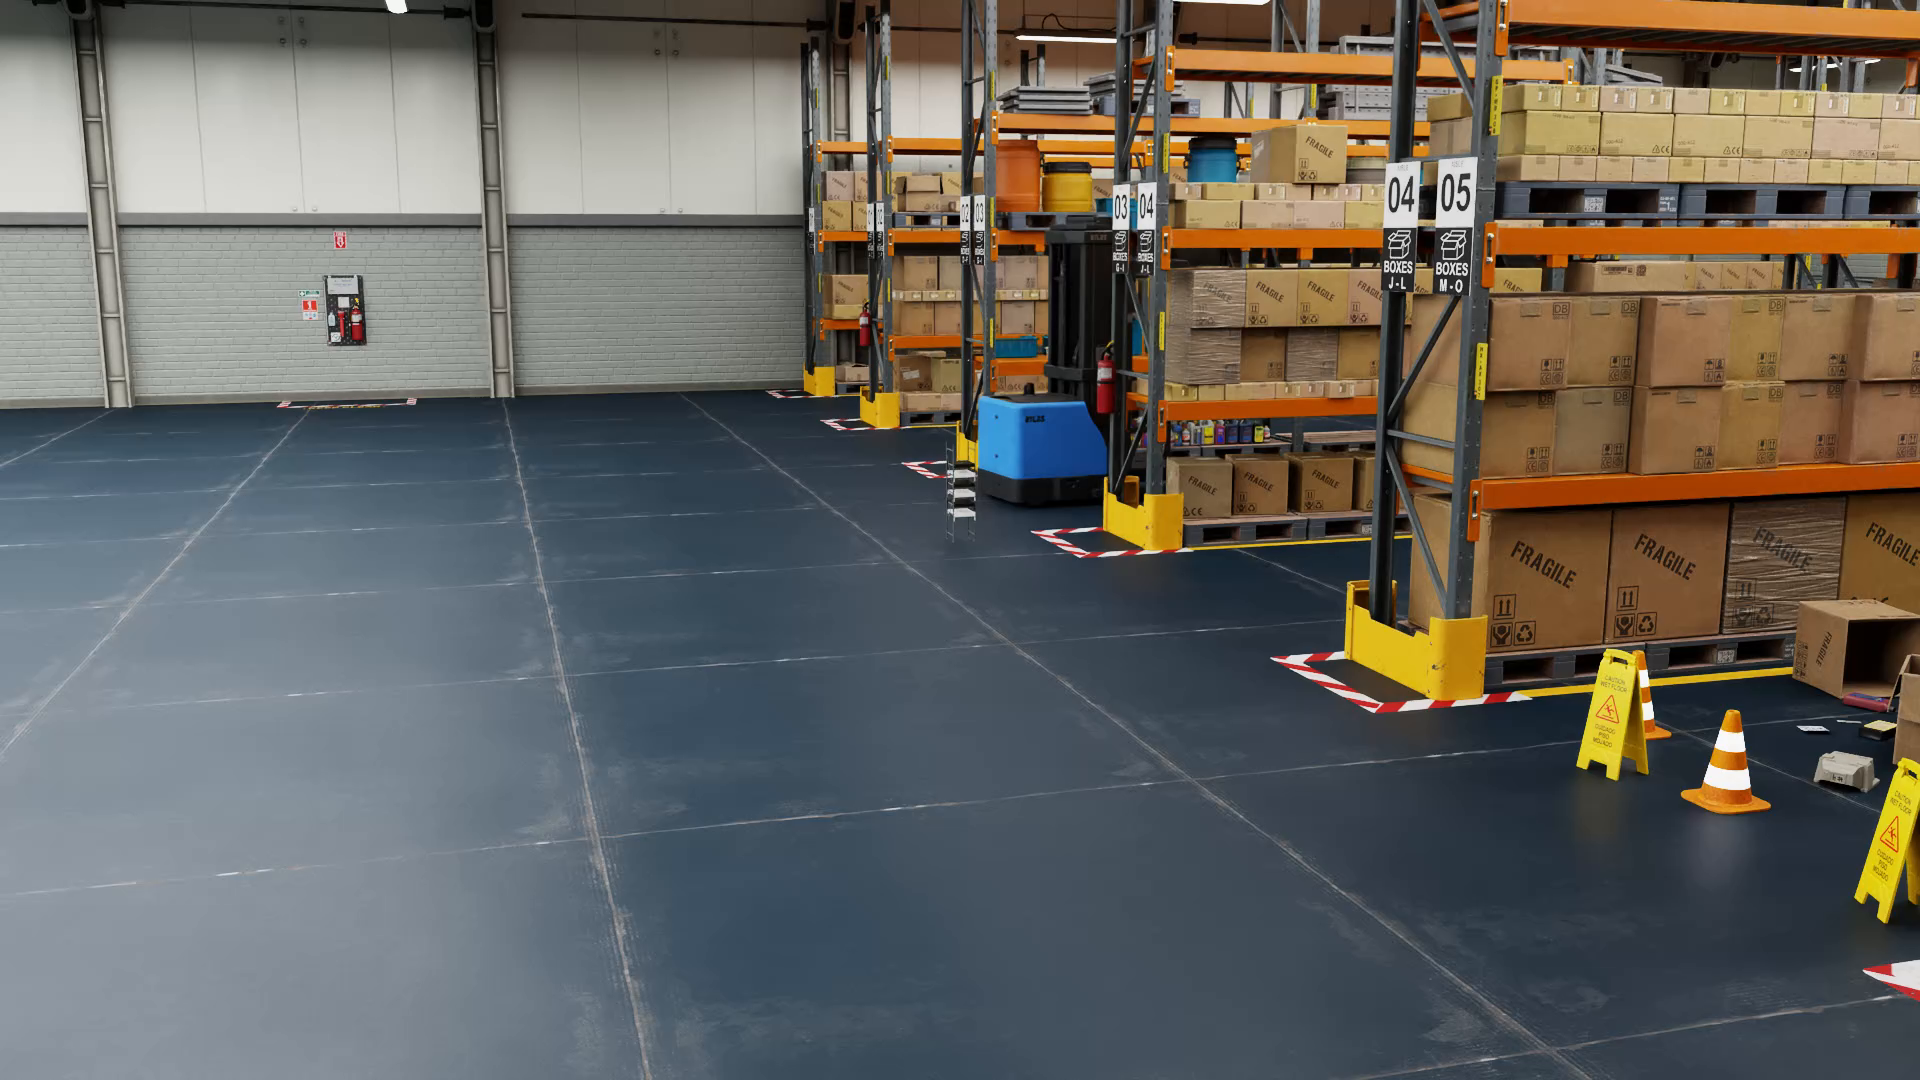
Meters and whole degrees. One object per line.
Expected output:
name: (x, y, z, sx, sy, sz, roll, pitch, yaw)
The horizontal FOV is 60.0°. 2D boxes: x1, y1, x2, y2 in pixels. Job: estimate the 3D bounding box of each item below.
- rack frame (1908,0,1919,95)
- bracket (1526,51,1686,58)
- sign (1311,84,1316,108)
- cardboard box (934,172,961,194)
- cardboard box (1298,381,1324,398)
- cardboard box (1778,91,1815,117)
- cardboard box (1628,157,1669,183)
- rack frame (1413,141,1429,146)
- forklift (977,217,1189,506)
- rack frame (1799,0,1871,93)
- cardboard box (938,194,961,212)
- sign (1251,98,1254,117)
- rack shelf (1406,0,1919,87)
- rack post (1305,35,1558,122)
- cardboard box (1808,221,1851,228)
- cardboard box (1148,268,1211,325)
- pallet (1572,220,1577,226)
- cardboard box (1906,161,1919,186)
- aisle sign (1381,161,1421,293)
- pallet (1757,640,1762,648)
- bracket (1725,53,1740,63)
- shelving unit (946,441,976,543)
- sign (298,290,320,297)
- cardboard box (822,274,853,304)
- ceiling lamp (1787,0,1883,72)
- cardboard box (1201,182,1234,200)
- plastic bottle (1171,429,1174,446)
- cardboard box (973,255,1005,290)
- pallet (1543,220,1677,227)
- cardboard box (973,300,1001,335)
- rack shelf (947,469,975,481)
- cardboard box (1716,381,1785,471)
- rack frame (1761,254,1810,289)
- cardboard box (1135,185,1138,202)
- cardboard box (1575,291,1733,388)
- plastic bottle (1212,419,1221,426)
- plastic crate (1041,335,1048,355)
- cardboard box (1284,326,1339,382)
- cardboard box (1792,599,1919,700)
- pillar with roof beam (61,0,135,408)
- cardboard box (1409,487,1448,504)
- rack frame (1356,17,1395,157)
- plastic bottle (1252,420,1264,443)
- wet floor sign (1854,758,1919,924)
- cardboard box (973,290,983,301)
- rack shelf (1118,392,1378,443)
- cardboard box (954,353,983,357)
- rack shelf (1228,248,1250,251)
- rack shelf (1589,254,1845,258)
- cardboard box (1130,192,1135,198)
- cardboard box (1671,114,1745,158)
rack frame: (6.728, -3.768, 10.862, 0.127, 3.000, 1.000, -3, 11, -16)
bracket: (12.368, -9.669, 32.974, 4.783, 0.066, 0.076, -3, 11, -16)
sign: (4.198, -5.297, 19.746, 0.005, 0.325, 0.100, -3, 11, -16)
cardboard box: (-0.142, -6.164, 29.067, 0.500, 0.500, 0.500, -3, 11, -18)
cardboard box: (3.137, -1.396, 15.242, 0.250, 0.149, 0.380, -3, 11, -16)
cardboard box: (5.008, -2.666, 10.217, 0.250, 0.149, 0.380, -3, 11, -15)
cardboard box: (4.035, -2.222, 10.010, 0.250, 0.149, 0.380, -3, 11, -16)
rack frame: (8.967, -7.623, 31.804, 0.127, 3.000, 1.000, -3, 11, -16)
forklift: (1.747, -1.936, 17.669, 3.031, 2.935, 1.130, -4, 11, -22)
rack frame: (11.736, -5.901, 22.449, 0.127, 3.000, 1.000, -3, 11, -16)
cardboard box: (-0.135, -4.985, 24.629, 0.500, 0.250, 0.500, -3, 11, -16)
sign: (5.287, -7.825, 30.103, 0.005, 0.325, 0.100, -3, 11, -16)
rack shelf: (4.808, -3.116, 10.413, 4.000, 0.370, 1.077, -3, 11, -16)
rack post: (5.921, -5.709, 20.854, 3.121, 1.000, 1.013, -3, 11, -16)
cardboard box: (8.419, -3.194, 16.446, 0.500, 0.250, 0.500, -3, 11, -16)
cardboard box: (2.057, -2.240, 15.275, 0.500, 0.500, 0.500, -3, 11, -16)
pallet: (8.657, -4.152, 21.756, 1.213, 0.211, 1.003, -3, 11, -16)
cardboard box: (5.978, -2.325, 10.565, 0.250, 0.149, 0.380, -3, 11, -15)
aisle sign: (2.736, -1.942, 10.334, 0.004, 0.787, 0.394, -3, 11, -16)
pallet: (5.976, 0.579, 11.522, 1.213, 0.211, 1.003, -3, 11, -16)
bracket: (15.655, -9.842, 33.916, 0.430, 0.232, 0.235, -3, 11, -16)
shelving unit: (0.008, -0.443, 15.171, 0.210, 0.900, 0.258, -3, 11, -16)
sign: (-10.822, -4.096, 27.652, 0.331, 0.109, 0.001, -3, 11, -16)
cardboard box: (-2.162, -4.431, 29.323, 0.500, 0.500, 0.500, -3, 11, -17)
ceiling lamp: (16.090, -10.393, 30.728, 0.800, 3.185, 2.000, -3, 11, -16)
cardboard box: (2.203, -3.050, 14.560, 0.250, 0.149, 0.380, -3, 11, -15)
plastic bottle: (2.562, -1.248, 20.260, 0.097, 0.201, 0.097, 0, 10, 0)
cardboard box: (0.323, -3.969, 24.665, 0.500, 0.500, 0.700, -3, 11, -16)
pallet: (6.061, -3.080, 15.931, 1.003, 0.211, 1.213, -3, 11, -16)
cardboard box: (0.266, -3.327, 24.759, 0.500, 0.500, 0.700, -3, 11, -16)
rack shelf: (0.008, -0.587, 15.144, 0.200, 0.077, 0.258, -3, 11, -16)
cardboard box: (4.823, -0.787, 10.828, 0.500, 0.550, 0.875, -3, 11, -16)
rack frame: (14.195, -4.014, 28.770, 0.127, 3.000, 1.000, -3, 11, -16)
cardboard box: (1.778, -3.148, 15.094, 0.250, 0.149, 0.380, -3, 11, -16)
cardboard box: (4.333, -1.280, 10.523, 0.550, 0.550, 0.875, -3, 11, -16)
plastic bottle: (3.204, -1.466, 21.027, 0.185, 0.351, 0.144, -3, 11, -16)
plastic crate: (1.236, -2.379, 20.300, 0.408, 0.251, 0.499, -3, 11, -16)
cardboard box: (3.073, -1.765, 15.453, 0.500, 0.500, 0.875, -3, 11, -16)
cardboard box: (5.524, 0.668, 10.235, 0.500, 0.500, 0.500, -1, 10, -6)
pillar with roof beam: (-12.443, -5.846, 22.151, 0.548, 9.000, 9.100, -3, 11, -16)
cardboard box: (4.496, -0.618, 16.068, 0.500, 0.500, 0.500, 0, 10, 2)
rack frame: (6.514, -6.560, 26.028, 0.127, 3.000, 1.000, -3, 11, -16)
plastic bottle: (3.685, -1.344, 20.555, 0.133, 0.283, 0.061, -2, 11, -13)
wet floor sign: (3.887, 1.222, 6.830, 0.232, 0.644, 0.267, 1, 10, 4)
cardboard box: (0.261, -3.608, 24.494, 0.250, 0.149, 0.380, -3, 11, -18)
rack shelf: (3.519, -1.230, 15.632, 4.000, 0.370, 1.077, -3, 11, -16)
cardboard box: (0.221, -2.560, 25.232, 0.500, 0.500, 0.500, -3, 11, -16)
rack shelf: (7.046, -5.693, 31.591, 4.000, 0.370, 1.077, -3, 11, -16)
rack shelf: (9.815, -3.971, 22.236, 4.000, 0.370, 1.077, -3, 11, -16)
cardboard box: (3.017, -6.075, 30.243, 0.500, 0.500, 0.500, -3, 11, -18)
cardboard box: (4.394, -2.450, 10.144, 0.500, 0.250, 0.500, -3, 11, -16)
